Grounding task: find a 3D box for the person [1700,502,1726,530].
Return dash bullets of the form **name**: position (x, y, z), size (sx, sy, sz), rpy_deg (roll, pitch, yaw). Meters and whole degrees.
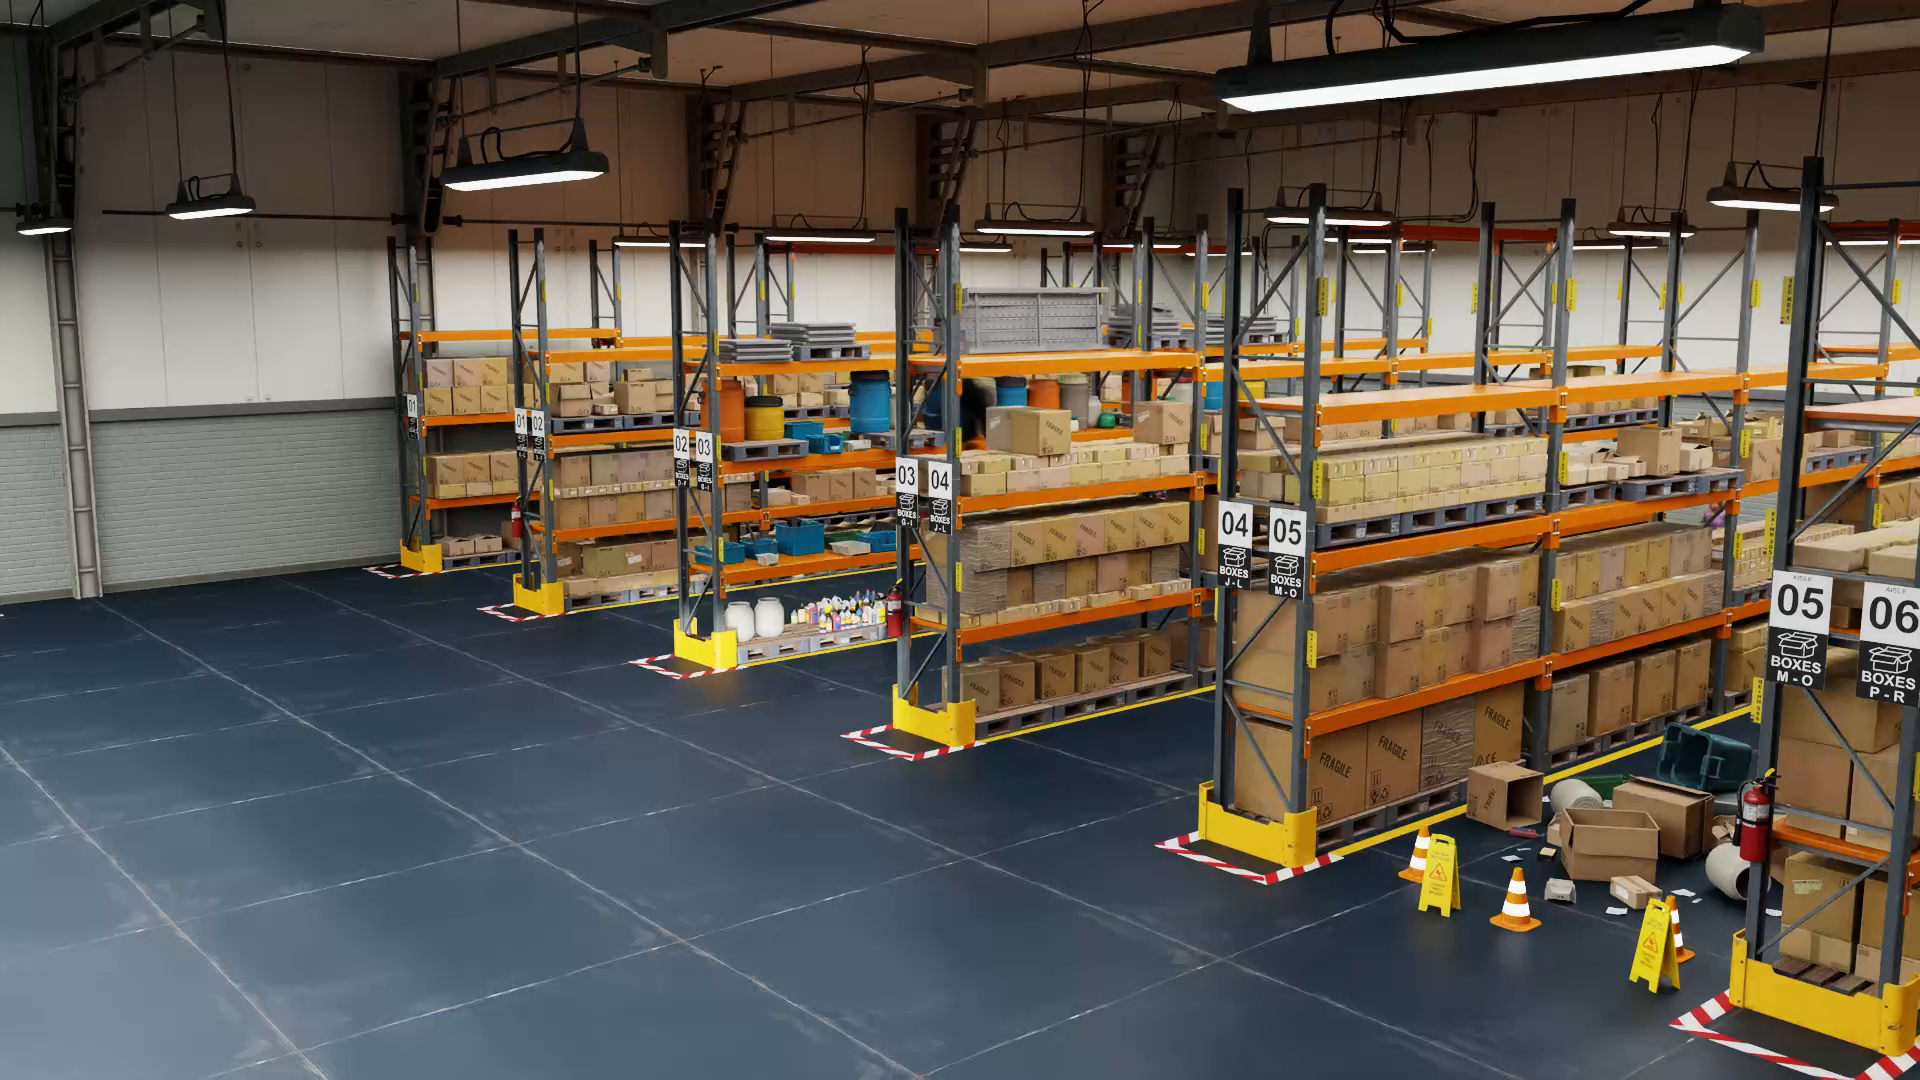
- **person**: position (12.725, 0.088, 28.023), size (0.545, 1.596, 0.791), rpy_deg (5, 10, 32)
